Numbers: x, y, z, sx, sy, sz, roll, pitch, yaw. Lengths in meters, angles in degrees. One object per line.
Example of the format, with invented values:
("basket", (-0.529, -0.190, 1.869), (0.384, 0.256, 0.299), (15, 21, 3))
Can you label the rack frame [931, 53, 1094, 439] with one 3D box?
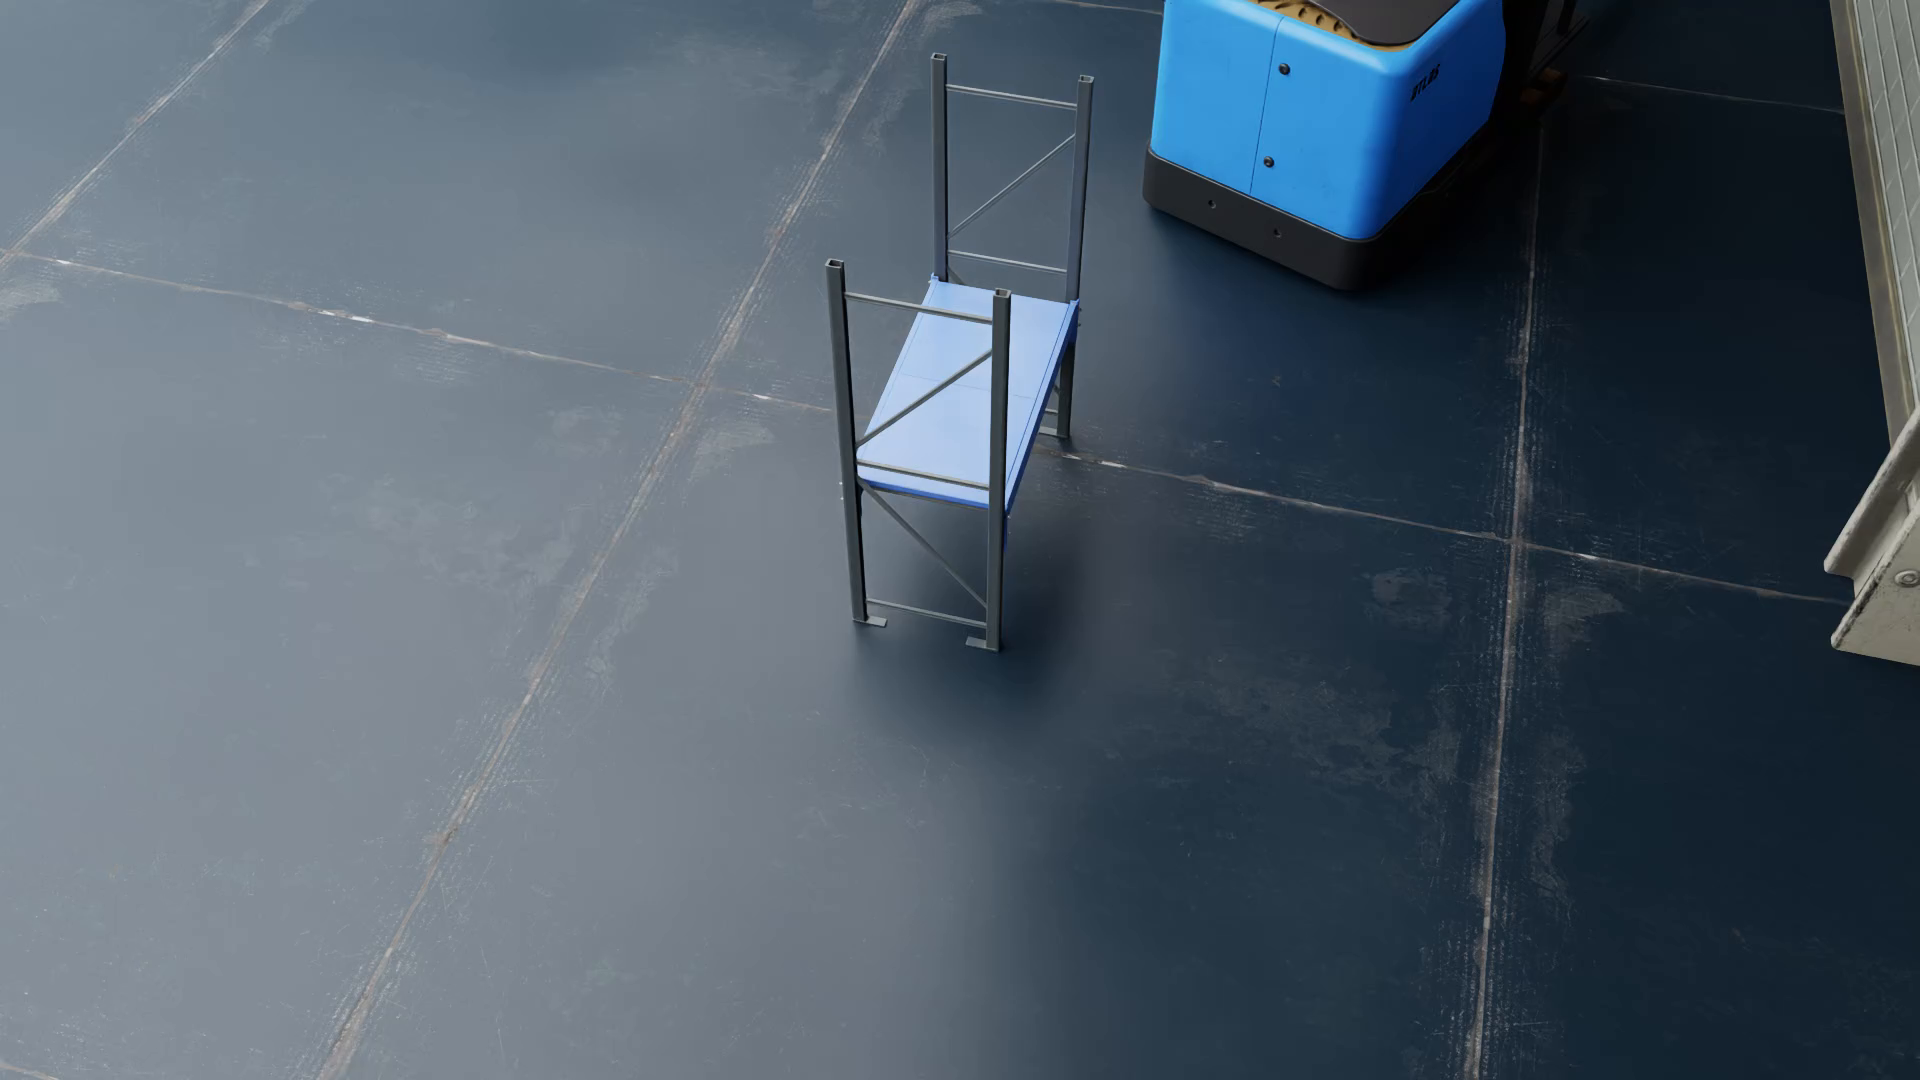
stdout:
("rack frame", (0.156, -0.926, 5.567), (0.500, 1.500, 0.032), (12, 50, 10))

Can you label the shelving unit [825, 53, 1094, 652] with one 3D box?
("shelving unit", (0.022, -0.558, 5.242), (0.538, 1.500, 1.048), (12, 50, 10))

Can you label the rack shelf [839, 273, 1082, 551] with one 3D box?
("rack shelf", (0.022, -0.439, 5.377), (0.538, 0.185, 1.000), (12, 50, 10))

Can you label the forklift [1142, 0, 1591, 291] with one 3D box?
("forklift", (2.058, -3.004, 6.447), (1.130, 2.935, 3.031), (30, 55, 24))

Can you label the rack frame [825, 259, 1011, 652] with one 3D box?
("rack frame", (-0.111, -0.190, 4.918), (0.500, 1.500, 0.032), (12, 50, 10))
